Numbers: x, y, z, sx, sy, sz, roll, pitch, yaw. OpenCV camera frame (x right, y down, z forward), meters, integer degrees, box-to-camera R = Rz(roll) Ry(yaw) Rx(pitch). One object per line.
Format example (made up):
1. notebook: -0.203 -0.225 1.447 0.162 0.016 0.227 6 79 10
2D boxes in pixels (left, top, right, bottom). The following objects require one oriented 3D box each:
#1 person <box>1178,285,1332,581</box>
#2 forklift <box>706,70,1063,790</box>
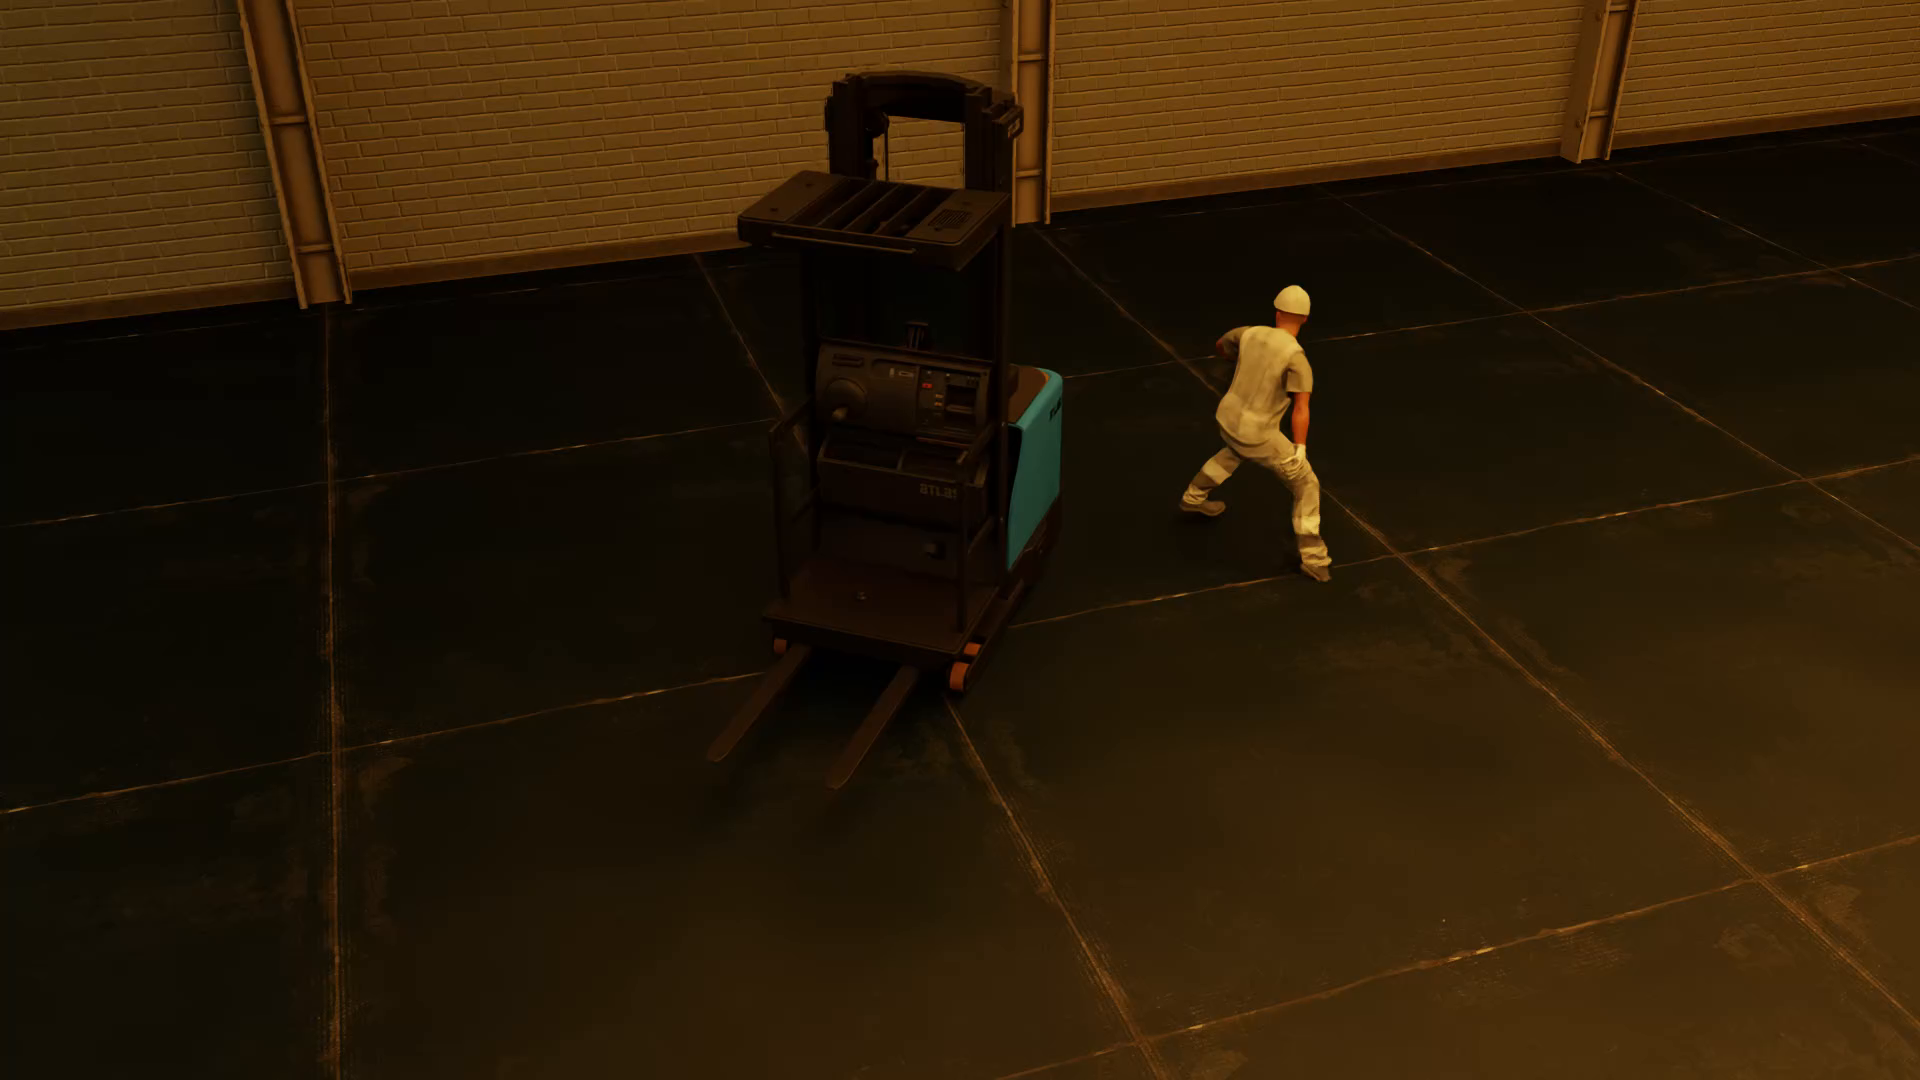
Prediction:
1. person: 1.772 -0.602 9.570 0.579 1.732 1.128 -14 33 -22
2. forklift: -0.368 -0.704 8.310 1.130 2.935 3.031 10 31 17
